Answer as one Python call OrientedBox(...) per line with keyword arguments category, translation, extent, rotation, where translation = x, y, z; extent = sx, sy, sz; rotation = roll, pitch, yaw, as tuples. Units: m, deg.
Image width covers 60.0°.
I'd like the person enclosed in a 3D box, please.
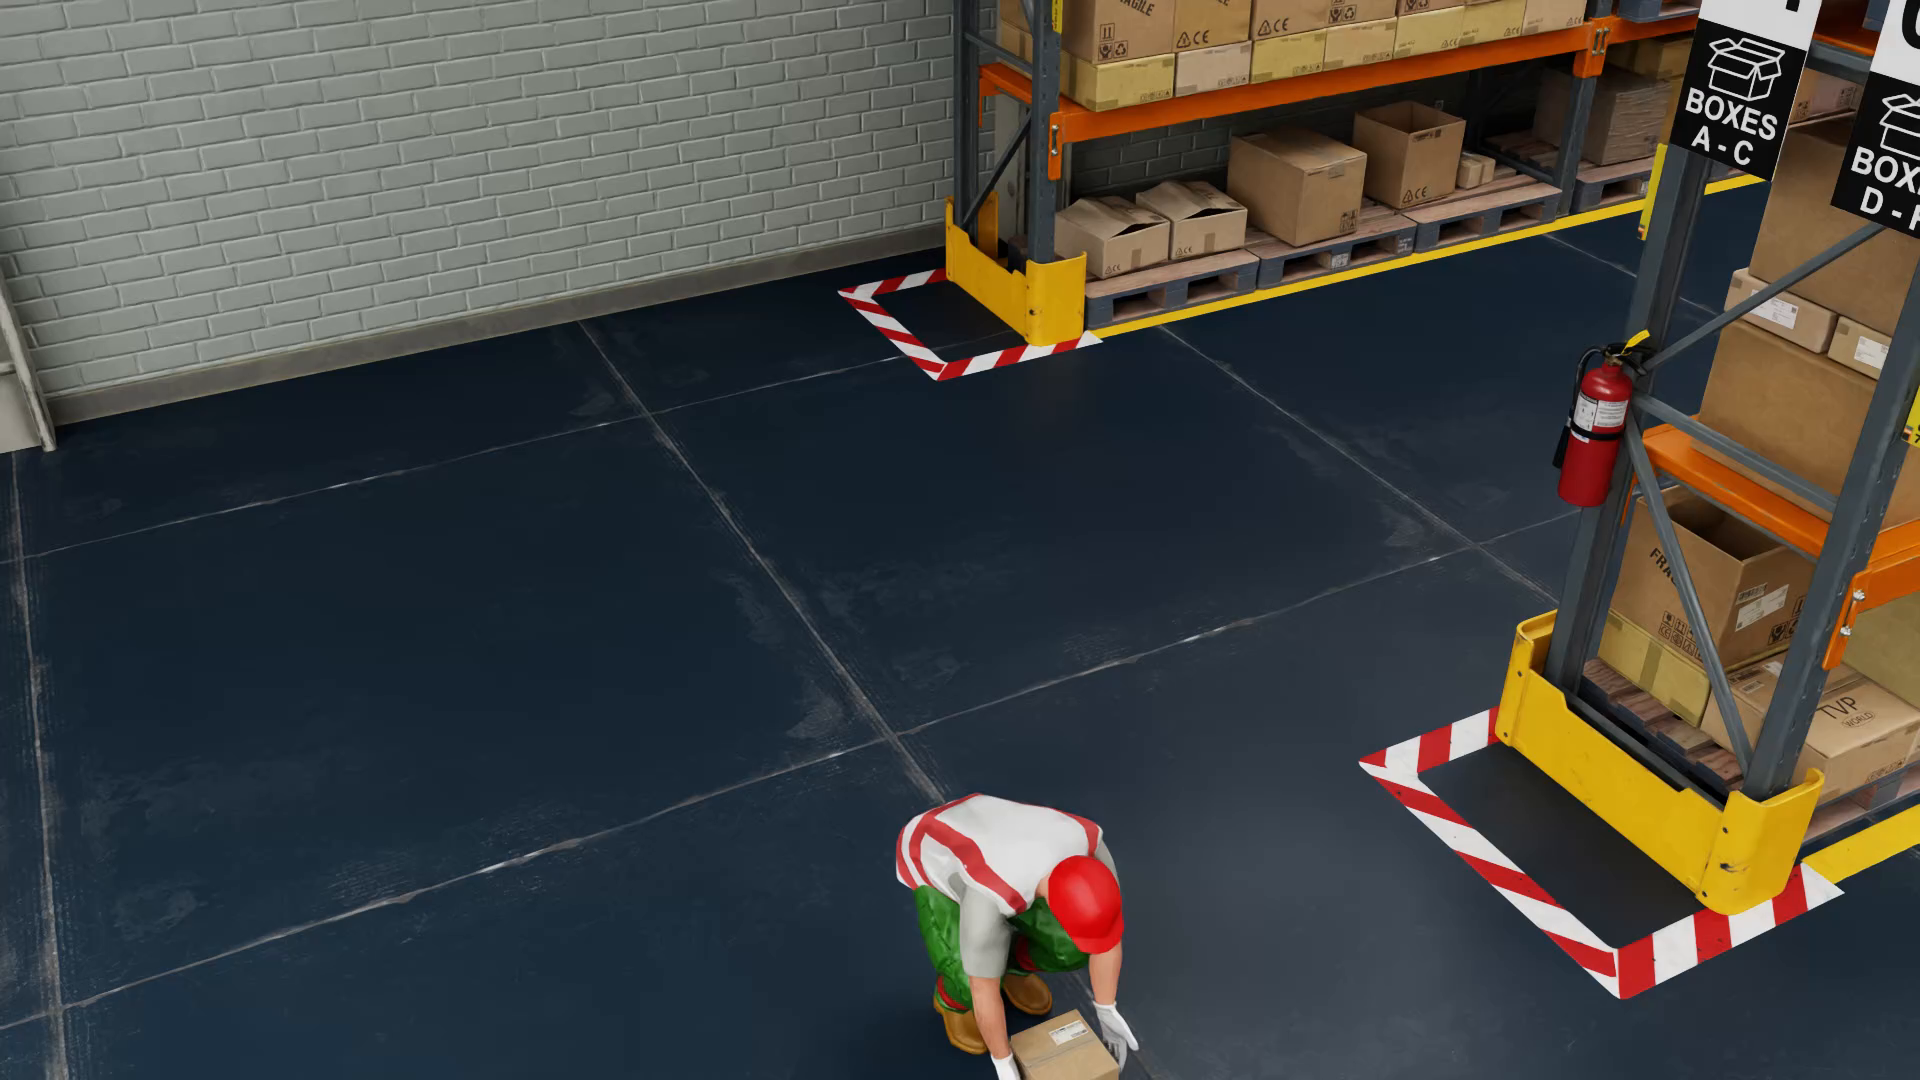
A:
OrientedBox(category="person", translation=(0.168, 1.165, 5.098), extent=(0.565, 0.937, 0.884), rotation=(-16, 36, -23))
